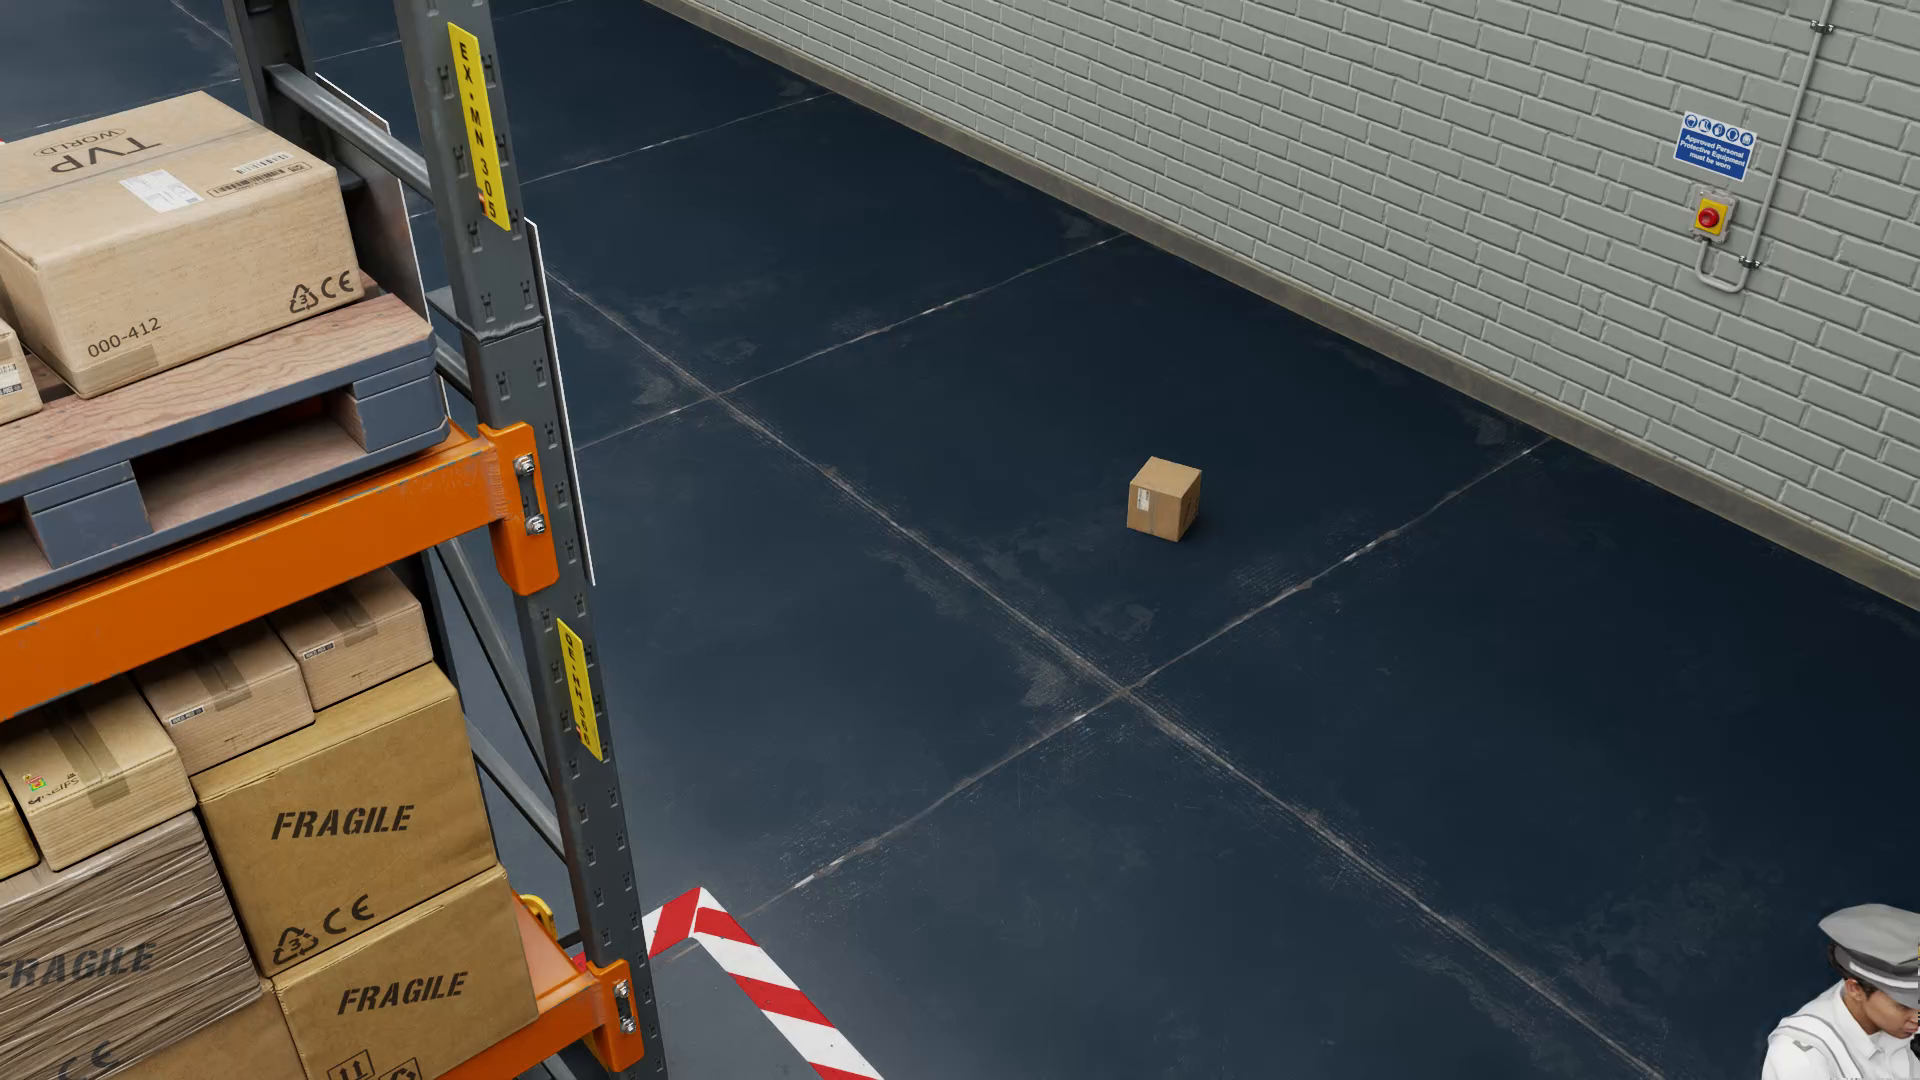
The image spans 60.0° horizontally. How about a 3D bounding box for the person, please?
[{"bbox_3d":[2.050,1.569,3.996,0.525,1.743,0.666,-16,39,-21],"label":"person"}]
